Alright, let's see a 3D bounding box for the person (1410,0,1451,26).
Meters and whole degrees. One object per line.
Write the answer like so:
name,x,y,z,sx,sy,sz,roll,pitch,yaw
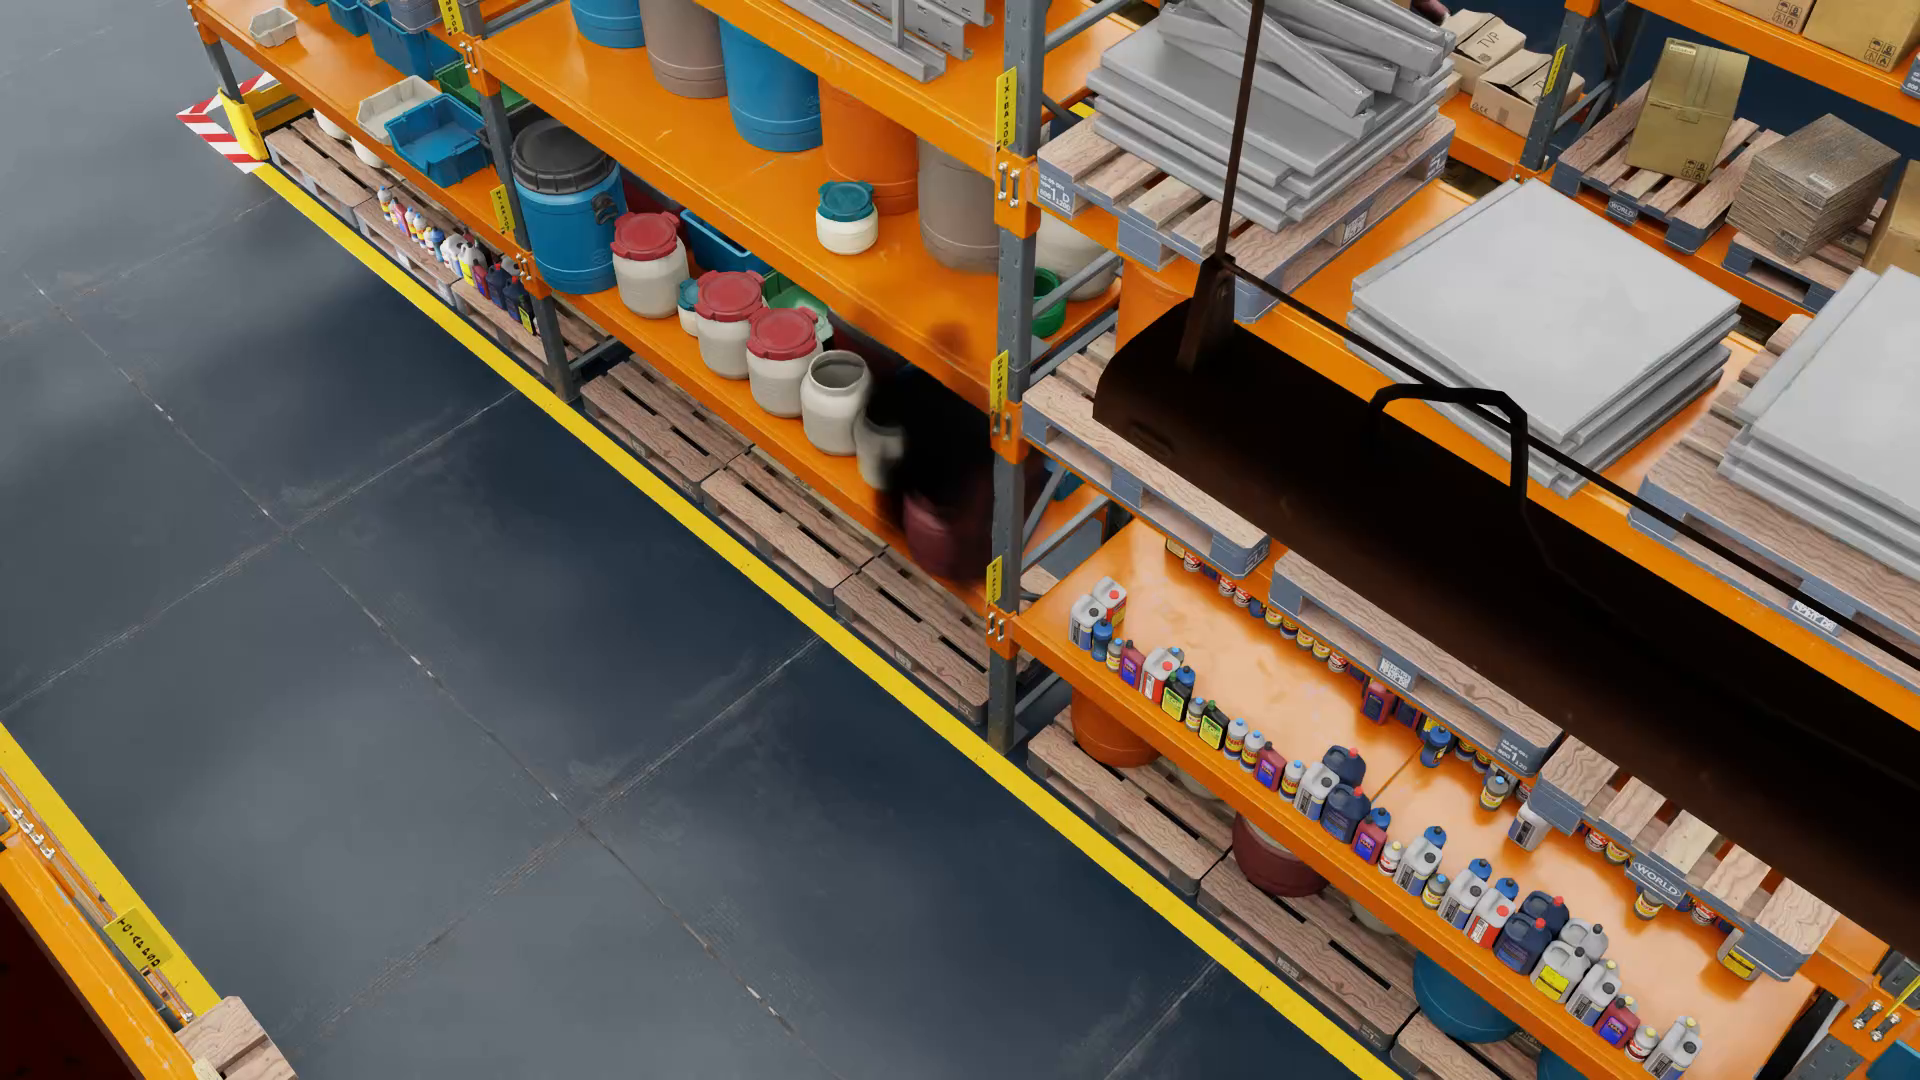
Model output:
person,3.612,-4.666,13.241,0.875,1.640,0.593,34,58,25
